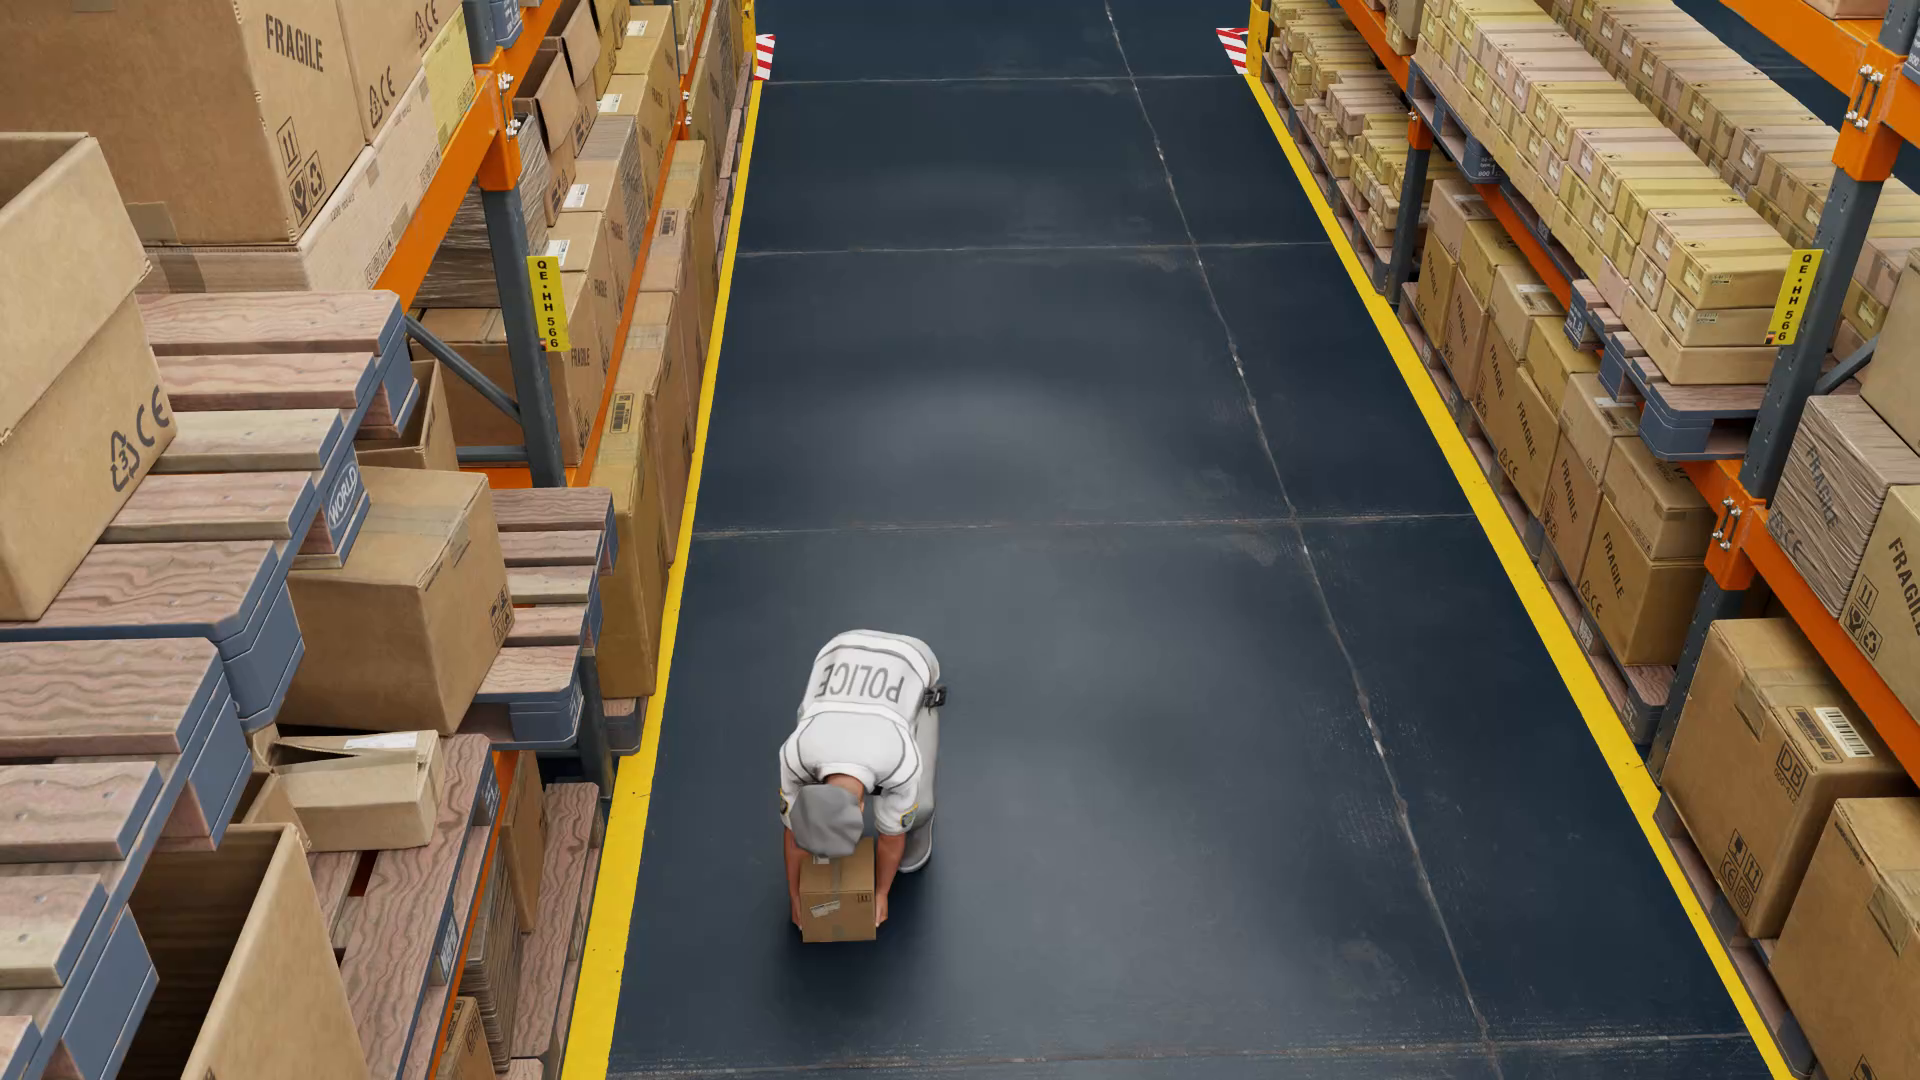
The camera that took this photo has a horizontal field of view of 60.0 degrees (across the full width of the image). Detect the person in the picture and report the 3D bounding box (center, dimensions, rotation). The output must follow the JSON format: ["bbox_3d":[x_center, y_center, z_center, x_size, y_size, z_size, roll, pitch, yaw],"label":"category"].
[{"bbox_3d":[-0.344,0.850,5.744,0.528,0.855,1.030,8,36,11],"label":"person"}]
